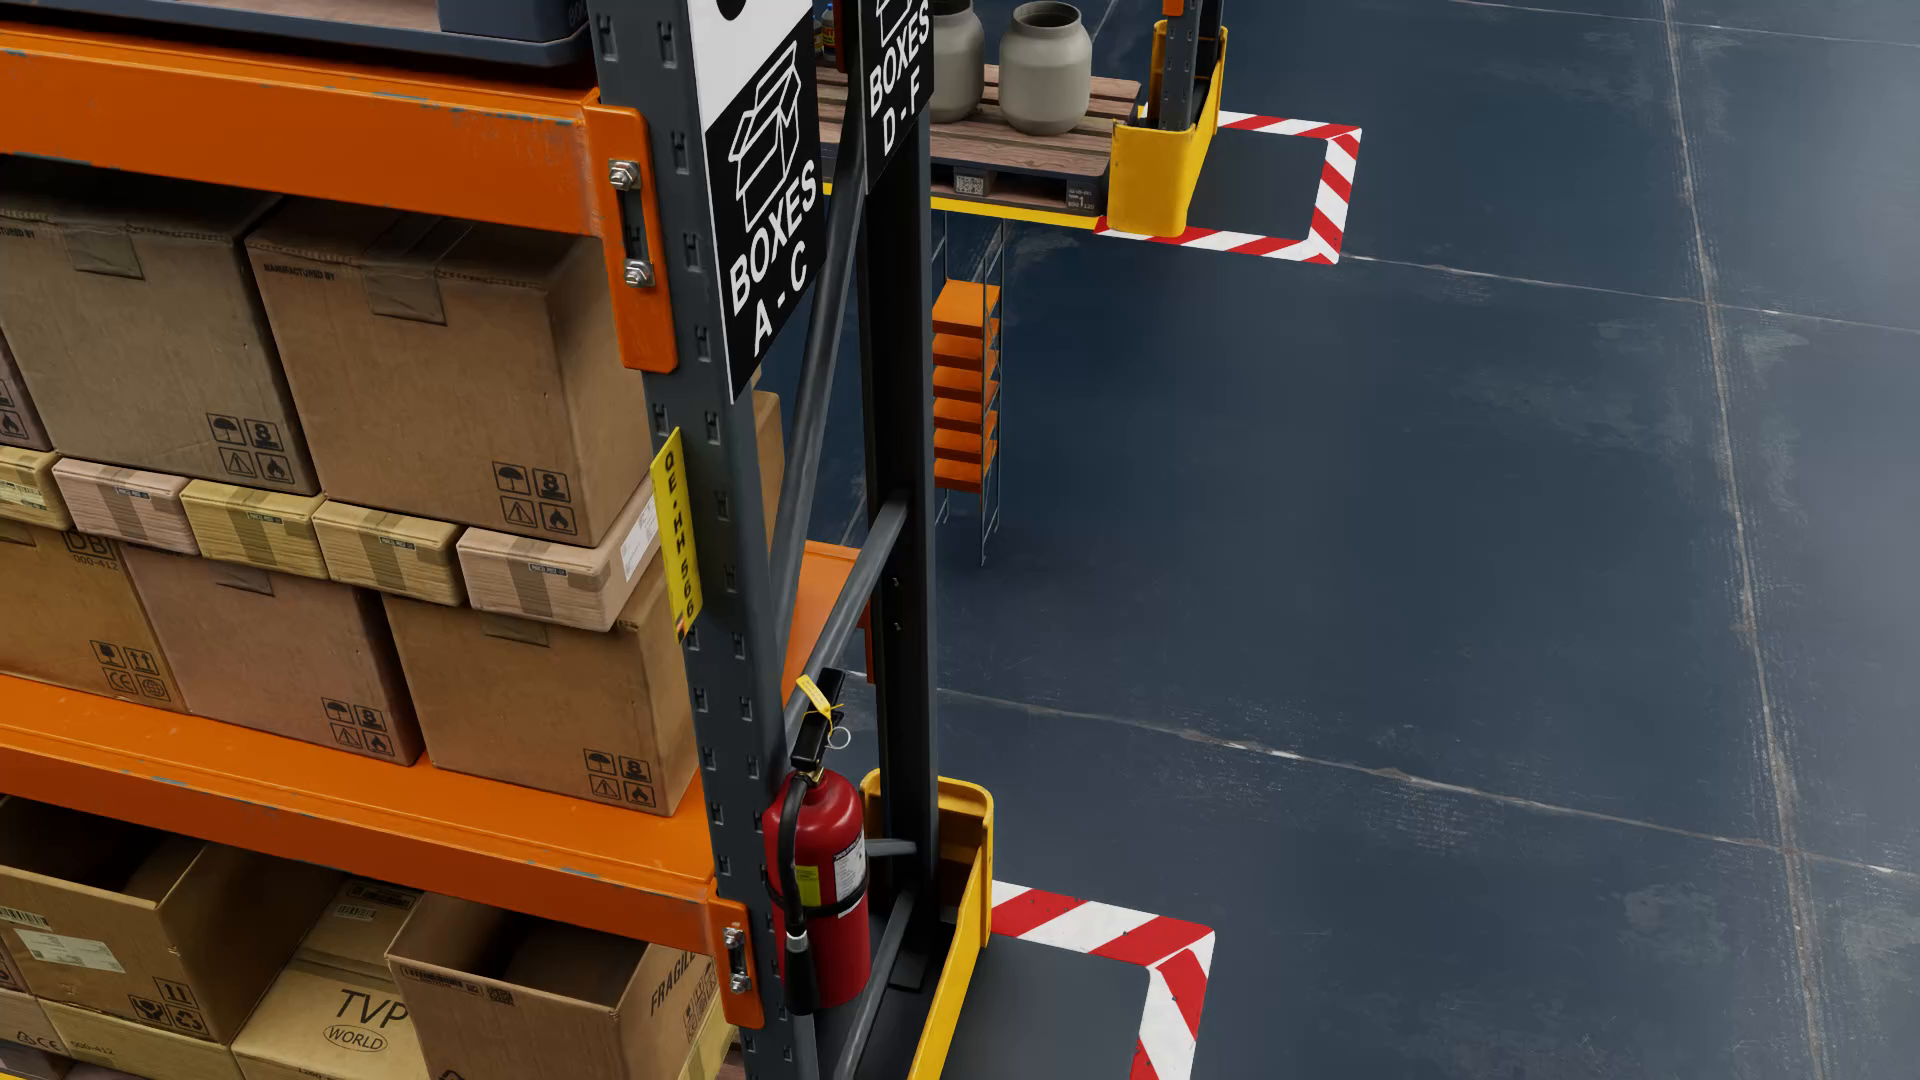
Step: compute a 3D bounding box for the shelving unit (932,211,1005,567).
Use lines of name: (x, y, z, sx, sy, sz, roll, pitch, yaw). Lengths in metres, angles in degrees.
shelving unit: (0.014, -0.457, 5.361, 0.189, 1.200, 0.258, 10, 41, 11)

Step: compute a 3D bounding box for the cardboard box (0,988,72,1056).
cardboard box: (-2.288, 0.941, 4.108, 0.500, 0.250, 0.500, 10, 41, 11)

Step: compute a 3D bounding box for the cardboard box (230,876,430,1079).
cardboard box: (-1.322, 1.108, 3.910, 0.500, 0.250, 0.500, 10, 41, 11)

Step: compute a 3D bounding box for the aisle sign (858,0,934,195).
aisle sign: (-0.099, -0.978, 2.561, 0.004, 0.787, 0.394, 10, 41, 11)

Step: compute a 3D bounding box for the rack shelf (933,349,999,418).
rack shelf: (0.014, -0.515, 5.313, 0.180, 0.103, 0.258, 10, 41, 11)

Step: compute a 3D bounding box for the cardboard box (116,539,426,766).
cardboard box: (-1.198, -0.011, 3.353, 0.500, 0.500, 0.700, 11, 41, 13)

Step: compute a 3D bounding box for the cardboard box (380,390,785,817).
cardboard box: (-0.689, 0.073, 3.253, 0.500, 0.500, 0.700, 10, 41, 11)

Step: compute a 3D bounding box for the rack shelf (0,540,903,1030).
rack shelf: (-2.173, 0.140, 3.811, 4.000, 0.370, 1.077, 10, 41, 11)

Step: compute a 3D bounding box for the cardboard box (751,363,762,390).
cardboard box: (-0.565, -0.289, 3.180, 0.250, 0.149, 0.380, 9, 41, 11)

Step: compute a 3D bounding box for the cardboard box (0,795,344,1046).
cardboard box: (-1.806, 0.740, 3.765, 0.500, 0.500, 0.500, 10, 41, 11)

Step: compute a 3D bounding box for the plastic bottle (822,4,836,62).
plastic bottle: (-0.628, -2.499, 8.172, 0.097, 0.271, 0.097, 0, 40, 0)

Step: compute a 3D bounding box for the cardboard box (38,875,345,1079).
cardboard box: (-1.805, 1.026, 4.008, 0.500, 0.250, 0.500, 10, 41, 11)

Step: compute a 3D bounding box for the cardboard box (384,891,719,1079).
cardboard box: (-0.836, 0.897, 3.577, 0.500, 0.500, 0.500, 10, 41, 11)

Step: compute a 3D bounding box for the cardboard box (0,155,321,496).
cardboard box: (-1.250, -0.517, 2.946, 0.500, 0.500, 0.700, 9, 41, 10)

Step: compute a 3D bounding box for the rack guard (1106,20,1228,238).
rack guard: (0.957, -1.906, 7.631, 0.348, 0.500, 1.175, 10, 41, 11)

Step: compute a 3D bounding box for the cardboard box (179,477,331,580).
cardboard box: (-1.160, -0.120, 2.979, 0.250, 0.149, 0.380, 9, 41, 11)

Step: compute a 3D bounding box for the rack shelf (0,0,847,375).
rack shelf: (-2.173, -1.009, 2.846, 4.000, 0.370, 1.077, 10, 41, 11)

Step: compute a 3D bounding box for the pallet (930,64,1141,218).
pallet: (0.174, -1.934, 7.889, 1.213, 0.211, 1.003, 10, 41, 11)

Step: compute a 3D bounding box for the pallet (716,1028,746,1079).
pallet: (-0.991, 1.163, 4.201, 1.213, 0.211, 1.003, 10, 41, 11)

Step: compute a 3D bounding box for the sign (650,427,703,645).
sign: (-0.395, -0.003, 2.336, 0.005, 0.325, 0.100, 10, 41, 11)

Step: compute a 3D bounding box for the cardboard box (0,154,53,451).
cardboard box: (-1.737, -0.600, 3.046, 0.500, 0.500, 0.700, 10, 41, 12)

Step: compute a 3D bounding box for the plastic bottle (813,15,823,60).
plastic bottle: (-0.728, -2.489, 8.215, 0.097, 0.201, 0.097, 0, 40, 0)

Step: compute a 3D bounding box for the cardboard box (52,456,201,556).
cardboard box: (-1.402, -0.163, 3.030, 0.250, 0.149, 0.380, 10, 41, 12)

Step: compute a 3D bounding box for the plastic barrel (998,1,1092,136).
plastic barrel: (0.387, -2.150, 7.586, 0.421, 0.512, 0.421, 0, 40, 0)

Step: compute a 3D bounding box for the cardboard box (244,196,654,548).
cardboard box: (-0.740, -0.433, 2.846, 0.500, 0.500, 0.700, 10, 41, 12)

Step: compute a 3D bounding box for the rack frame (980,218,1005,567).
rack frame: (0.102, -0.442, 5.343, 0.006, 1.200, 0.240, 10, 41, 11)

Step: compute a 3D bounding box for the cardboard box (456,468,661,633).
cardboard box: (-0.660, -0.035, 2.877, 0.250, 0.149, 0.380, 9, 41, 11)

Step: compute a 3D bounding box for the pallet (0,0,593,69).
pallet: (-0.918, -1.052, 2.406, 1.213, 0.211, 1.003, 10, 41, 11)

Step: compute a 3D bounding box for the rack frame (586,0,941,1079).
rack frame: (-0.241, 0.197, 3.183, 0.127, 3.000, 1.000, 10, 41, 11)

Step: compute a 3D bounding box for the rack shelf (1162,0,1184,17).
rack shelf: (-0.889, -2.937, 7.474, 4.000, 0.370, 1.077, 10, 41, 11)

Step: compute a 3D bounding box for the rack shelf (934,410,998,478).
rack shelf: (0.014, -0.331, 5.467, 0.180, 0.103, 0.258, 10, 41, 11)

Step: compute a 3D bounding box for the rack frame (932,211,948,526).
rack frame: (-0.074, -0.472, 5.379, 0.006, 1.200, 0.240, 10, 41, 11)

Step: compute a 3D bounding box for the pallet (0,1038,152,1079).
pallet: (-2.166, 0.959, 4.444, 1.213, 0.211, 1.003, 10, 41, 11)

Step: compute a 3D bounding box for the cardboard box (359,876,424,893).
cardboard box: (-1.186, 0.781, 4.300, 0.500, 0.250, 0.500, 10, 41, 11)

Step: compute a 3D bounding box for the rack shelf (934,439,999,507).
rack shelf: (0.014, -0.239, 5.544, 0.180, 0.103, 0.258, 10, 41, 11)

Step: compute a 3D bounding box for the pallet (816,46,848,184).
pallet: (-1.001, -2.138, 8.132, 1.213, 0.211, 1.003, 10, 41, 11)

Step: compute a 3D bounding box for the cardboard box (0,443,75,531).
cardboard box: (-1.656, -0.207, 3.082, 0.250, 0.149, 0.380, 11, 41, 13)

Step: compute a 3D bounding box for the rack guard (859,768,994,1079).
rack guard: (-0.218, 1.158, 3.983, 0.348, 0.500, 1.175, 10, 41, 11)

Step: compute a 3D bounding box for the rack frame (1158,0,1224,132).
rack frame: (1.043, -2.880, 6.847, 0.127, 3.000, 1.000, 10, 41, 11)

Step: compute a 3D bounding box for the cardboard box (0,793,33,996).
cardboard box: (-2.289, 0.656, 3.864, 0.500, 0.500, 0.500, 10, 41, 11)

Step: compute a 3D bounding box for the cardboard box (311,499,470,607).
cardboard box: (-0.913, -0.078, 2.928, 0.250, 0.149, 0.380, 11, 41, 13)

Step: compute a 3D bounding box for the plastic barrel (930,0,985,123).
plastic barrel: (-0.097, -2.233, 7.685, 0.421, 0.512, 0.421, 0, 40, 0)

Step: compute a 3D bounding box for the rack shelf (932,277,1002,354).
rack shelf: (0.014, -0.699, 5.158, 0.180, 0.103, 0.258, 10, 41, 11)

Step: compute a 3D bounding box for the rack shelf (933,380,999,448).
rack shelf: (0.014, -0.423, 5.390, 0.180, 0.103, 0.258, 10, 41, 11)

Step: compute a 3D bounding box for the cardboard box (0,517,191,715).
cardboard box: (-1.676, -0.098, 3.456, 0.500, 0.500, 0.700, 10, 41, 12)

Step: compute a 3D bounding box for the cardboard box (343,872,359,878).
cardboard box: (-1.669, 0.697, 4.399, 0.500, 0.250, 0.500, 10, 41, 11)

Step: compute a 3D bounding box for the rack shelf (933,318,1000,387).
rack shelf: (0.014, -0.607, 5.236, 0.180, 0.103, 0.258, 10, 41, 11)

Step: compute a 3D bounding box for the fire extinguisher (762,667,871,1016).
fire extinguisher: (-0.247, 0.535, 2.841, 0.183, 0.674, 0.296, 10, 41, 11)

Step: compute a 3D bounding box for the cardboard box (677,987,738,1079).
cardboard box: (-0.836, 1.183, 3.820, 0.500, 0.250, 0.500, 10, 41, 11)

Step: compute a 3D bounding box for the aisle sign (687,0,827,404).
aisle sign: (-0.254, -0.605, 2.117, 0.004, 0.787, 0.394, 10, 41, 11)
